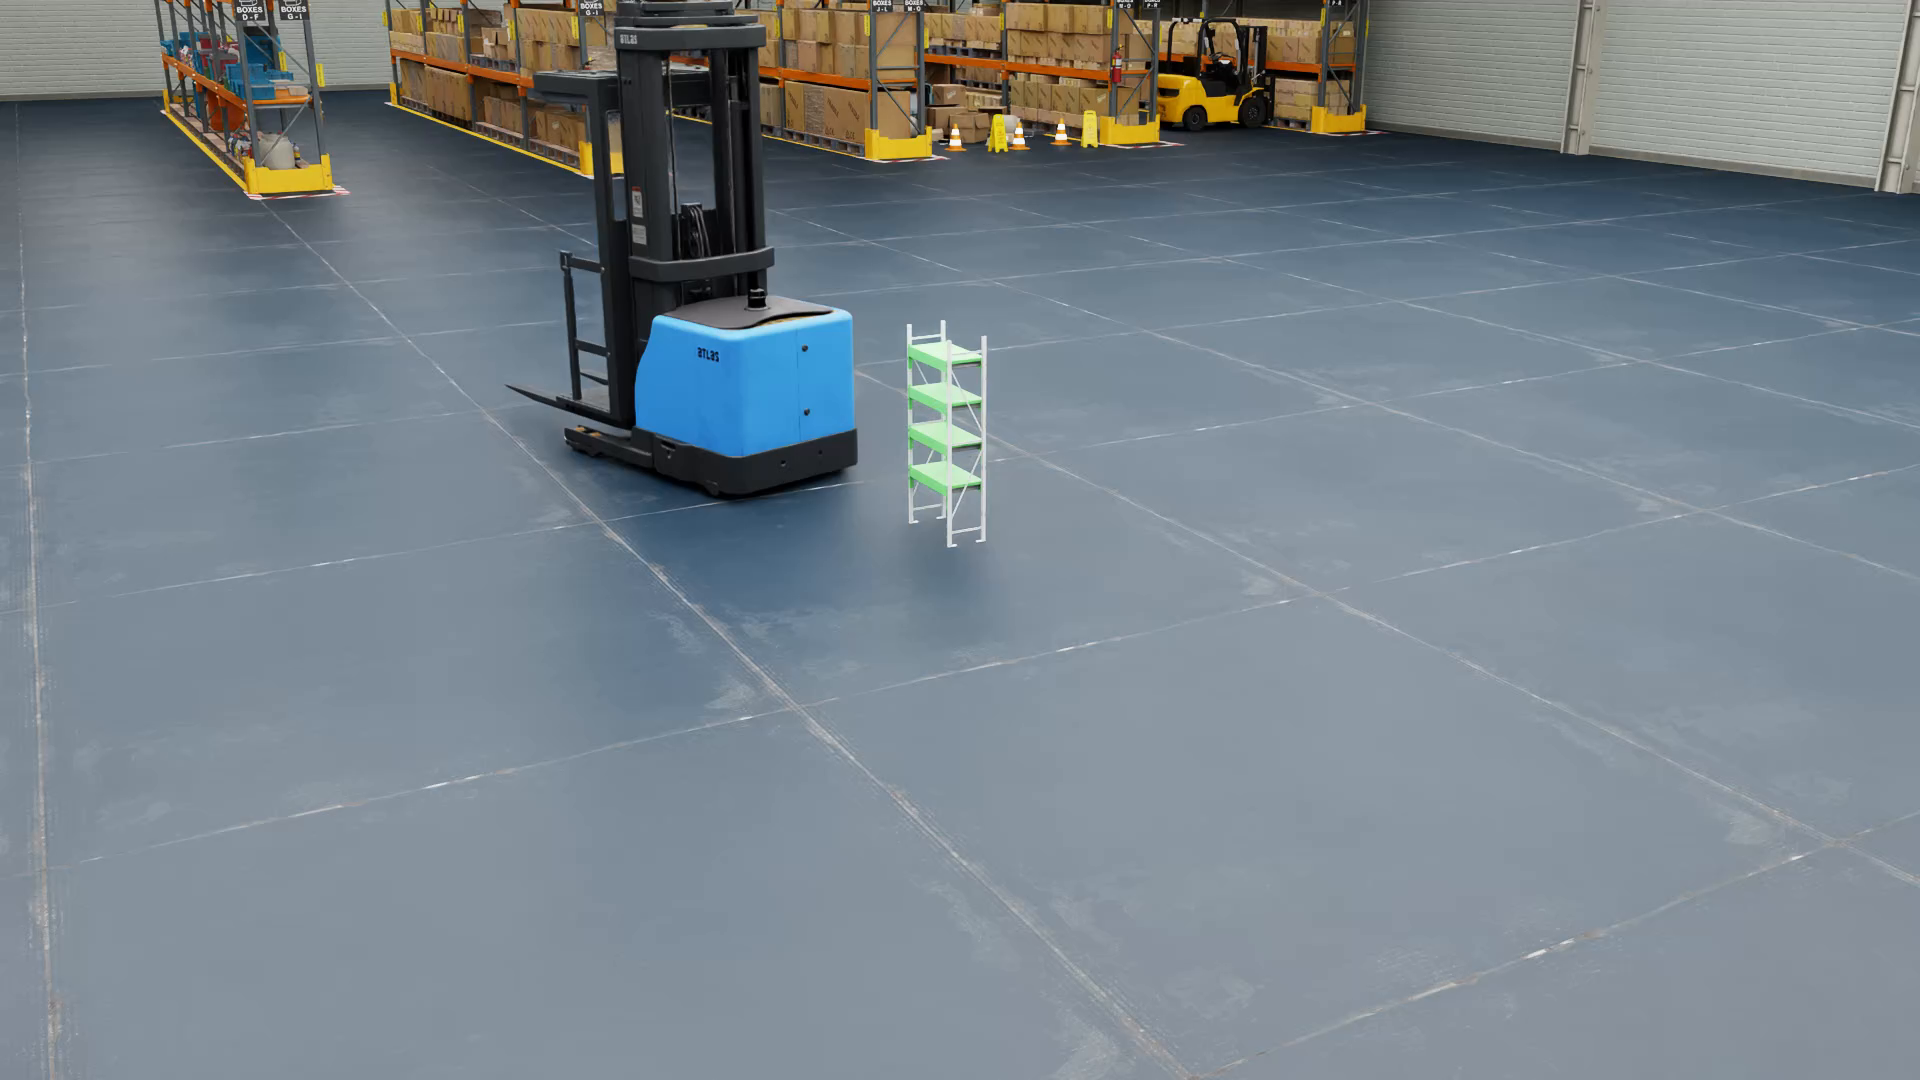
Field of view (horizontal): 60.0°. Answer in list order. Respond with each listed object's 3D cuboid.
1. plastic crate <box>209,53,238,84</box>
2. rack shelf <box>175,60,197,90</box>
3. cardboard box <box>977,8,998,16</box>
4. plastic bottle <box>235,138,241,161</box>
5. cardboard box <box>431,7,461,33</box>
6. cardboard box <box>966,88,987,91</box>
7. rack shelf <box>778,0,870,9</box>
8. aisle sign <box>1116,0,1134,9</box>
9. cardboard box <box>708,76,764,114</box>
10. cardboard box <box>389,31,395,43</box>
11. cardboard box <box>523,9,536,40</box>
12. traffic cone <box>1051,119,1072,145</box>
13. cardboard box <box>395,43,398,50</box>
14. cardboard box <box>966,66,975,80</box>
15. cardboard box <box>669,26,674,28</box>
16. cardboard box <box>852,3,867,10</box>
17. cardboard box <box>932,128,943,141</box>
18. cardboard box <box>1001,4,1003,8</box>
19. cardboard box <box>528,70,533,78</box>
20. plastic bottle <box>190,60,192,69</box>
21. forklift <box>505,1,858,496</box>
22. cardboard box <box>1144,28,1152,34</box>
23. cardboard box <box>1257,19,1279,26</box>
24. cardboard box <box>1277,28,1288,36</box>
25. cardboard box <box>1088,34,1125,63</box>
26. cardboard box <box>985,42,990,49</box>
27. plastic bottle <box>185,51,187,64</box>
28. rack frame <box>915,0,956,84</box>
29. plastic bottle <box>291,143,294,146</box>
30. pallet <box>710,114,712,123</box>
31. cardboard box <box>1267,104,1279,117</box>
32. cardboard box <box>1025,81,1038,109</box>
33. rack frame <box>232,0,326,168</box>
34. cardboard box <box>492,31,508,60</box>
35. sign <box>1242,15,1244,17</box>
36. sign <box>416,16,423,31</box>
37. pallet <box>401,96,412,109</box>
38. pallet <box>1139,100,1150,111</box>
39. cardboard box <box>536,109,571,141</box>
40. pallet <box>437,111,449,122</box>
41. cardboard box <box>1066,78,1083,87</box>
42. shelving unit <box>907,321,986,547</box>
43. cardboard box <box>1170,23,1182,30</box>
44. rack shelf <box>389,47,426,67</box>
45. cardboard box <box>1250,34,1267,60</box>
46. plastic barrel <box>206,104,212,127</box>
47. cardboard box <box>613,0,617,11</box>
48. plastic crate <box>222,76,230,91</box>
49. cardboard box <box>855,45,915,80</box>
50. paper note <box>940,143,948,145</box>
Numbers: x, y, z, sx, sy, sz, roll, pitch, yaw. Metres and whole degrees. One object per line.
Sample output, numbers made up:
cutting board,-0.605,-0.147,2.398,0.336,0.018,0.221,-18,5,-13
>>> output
plastic crate,-12.248,-7.858,27.706,0.402,0.464,0.583,-10,21,-27
rack shelf,-14.598,-9.118,32.560,1.077,0.370,4.000,-10,21,-27
cardboard box,0.575,-11.024,34.734,0.380,0.149,0.250,-11,22,-28
plastic bottle,-11.439,-6.219,26.443,0.144,0.351,0.185,-10,21,-27
cardboard box,-10.878,-11.139,35.622,0.797,0.503,0.637,-11,22,-28
cardboard box,0.049,-9.768,36.726,0.950,0.372,0.625,-10,22,-28
rack shelf,-2.027,-9.746,29.781,1.077,0.370,4.000,-10,21,-27
aisle sign,3.005,-10.056,30.189,0.394,0.787,0.004,-10,21,-27
cardboard box,-4.666,-9.337,34.896,1.050,0.750,0.750,-10,22,-27
cardboard box,-13.098,-11.838,39.113,0.500,0.250,0.500,-11,22,-28
cardboard box,-7.161,-8.852,28.543,0.500,0.500,0.500,-10,21,-27
traffic cone,1.892,-7.614,30.988,0.336,0.463,0.334,-10,21,-27
cardboard box,-12.965,-11.529,38.829,0.380,0.149,0.250,-11,22,-28
cardboard box,0.579,-12.828,45.397,0.700,0.500,0.500,-9,21,-24
cardboard box,-6.124,-11.193,36.299,0.380,0.149,0.250,-9,21,-24
cardboard box,-2.245,-12.542,39.693,0.500,0.500,0.500,-10,21,-27
cardboard box,-0.539,-7.742,31.660,0.396,0.266,0.258,-6,20,-17
cardboard box,1.427,-13.997,44.222,0.500,0.500,0.500,-11,22,-28
cardboard box,-7.302,-8.135,28.992,0.380,0.149,0.250,-10,21,-27
plastic bottle,-14.595,-9.082,31.657,0.097,0.201,0.097,0,19,0
forklift,-2.062,-2.053,11.088,1.130,2.935,3.031,-18,26,-42
cardboard box,4.529,-11.517,37.872,0.500,0.250,0.500,-10,21,-26
cardboard box,6.404,-10.739,34.550,0.380,0.149,0.250,-10,21,-26
cardboard box,6.694,-10.365,33.922,0.380,0.149,0.250,-11,22,-28
cardboard box,2.731,-9.191,31.058,0.500,0.500,0.500,-10,22,-28
cardboard box,0.735,-10.301,34.627,0.380,0.149,0.250,-11,22,-28
plastic bottle,-15.082,-9.410,32.499,0.097,0.271,0.097,0,19,0
rack frame,-0.568,-11.186,37.451,1.000,3.000,0.127,-10,21,-27
plastic bottle,-10.598,-6.173,26.430,0.097,0.271,0.097,0,19,0
pallet,-4.568,-8.834,34.910,1.003,0.211,1.213,-10,21,-27
cardboard box,6.639,-8.933,34.494,0.500,0.250,0.500,-10,21,-26
cardboard box,1.639,-8.928,33.329,0.500,0.500,0.500,-9,21,-24
rack frame,-9.849,-6.587,24.123,1.000,3.000,0.127,-10,21,-27
cardboard box,-8.294,-9.234,30.990,0.797,0.503,0.637,-8,20,-21
sign,6.186,-11.341,36.450,0.100,0.325,0.005,-10,21,-27
sign,-11.676,-11.160,35.925,0.100,0.325,0.005,-10,21,-27
pallet,-12.639,-10.412,39.482,1.003,0.211,1.213,-10,21,-27
pallet,4.731,-10.046,38.421,1.003,0.211,1.213,-10,21,-27
cardboard box,-7.235,-7.399,29.663,0.500,0.500,0.500,-11,22,-28
pallet,-10.756,-9.271,36.177,1.003,0.211,1.213,-10,21,-27
cardboard box,2.271,-8.807,31.982,0.380,0.149,0.250,-10,21,-26
shelving unit,-0.079,-0.615,9.573,0.258,1.200,0.503,-10,21,-27
cardboard box,4.891,-11.430,37.010,0.380,0.149,0.250,-11,22,-28
rack shelf,-12.138,-11.034,38.111,1.077,0.370,4.000,-10,21,-27
cardboard box,6.403,-10.247,34.577,0.500,0.500,0.500,-10,21,-26
plastic barrel,-14.242,-8.193,31.945,0.421,0.512,0.421,0,19,0
cardboard box,-7.978,-12.735,39.797,0.500,0.500,0.500,-11,22,-28
plastic crate,-11.352,-7.202,26.230,0.450,0.188,0.662,-10,21,-27
cardboard box,-1.293,-8.264,28.753,0.875,0.550,0.550,-10,21,-27
paper note,-0.308,-7.391,31.006,0.144,0.017,0.142,-3,19,-8
